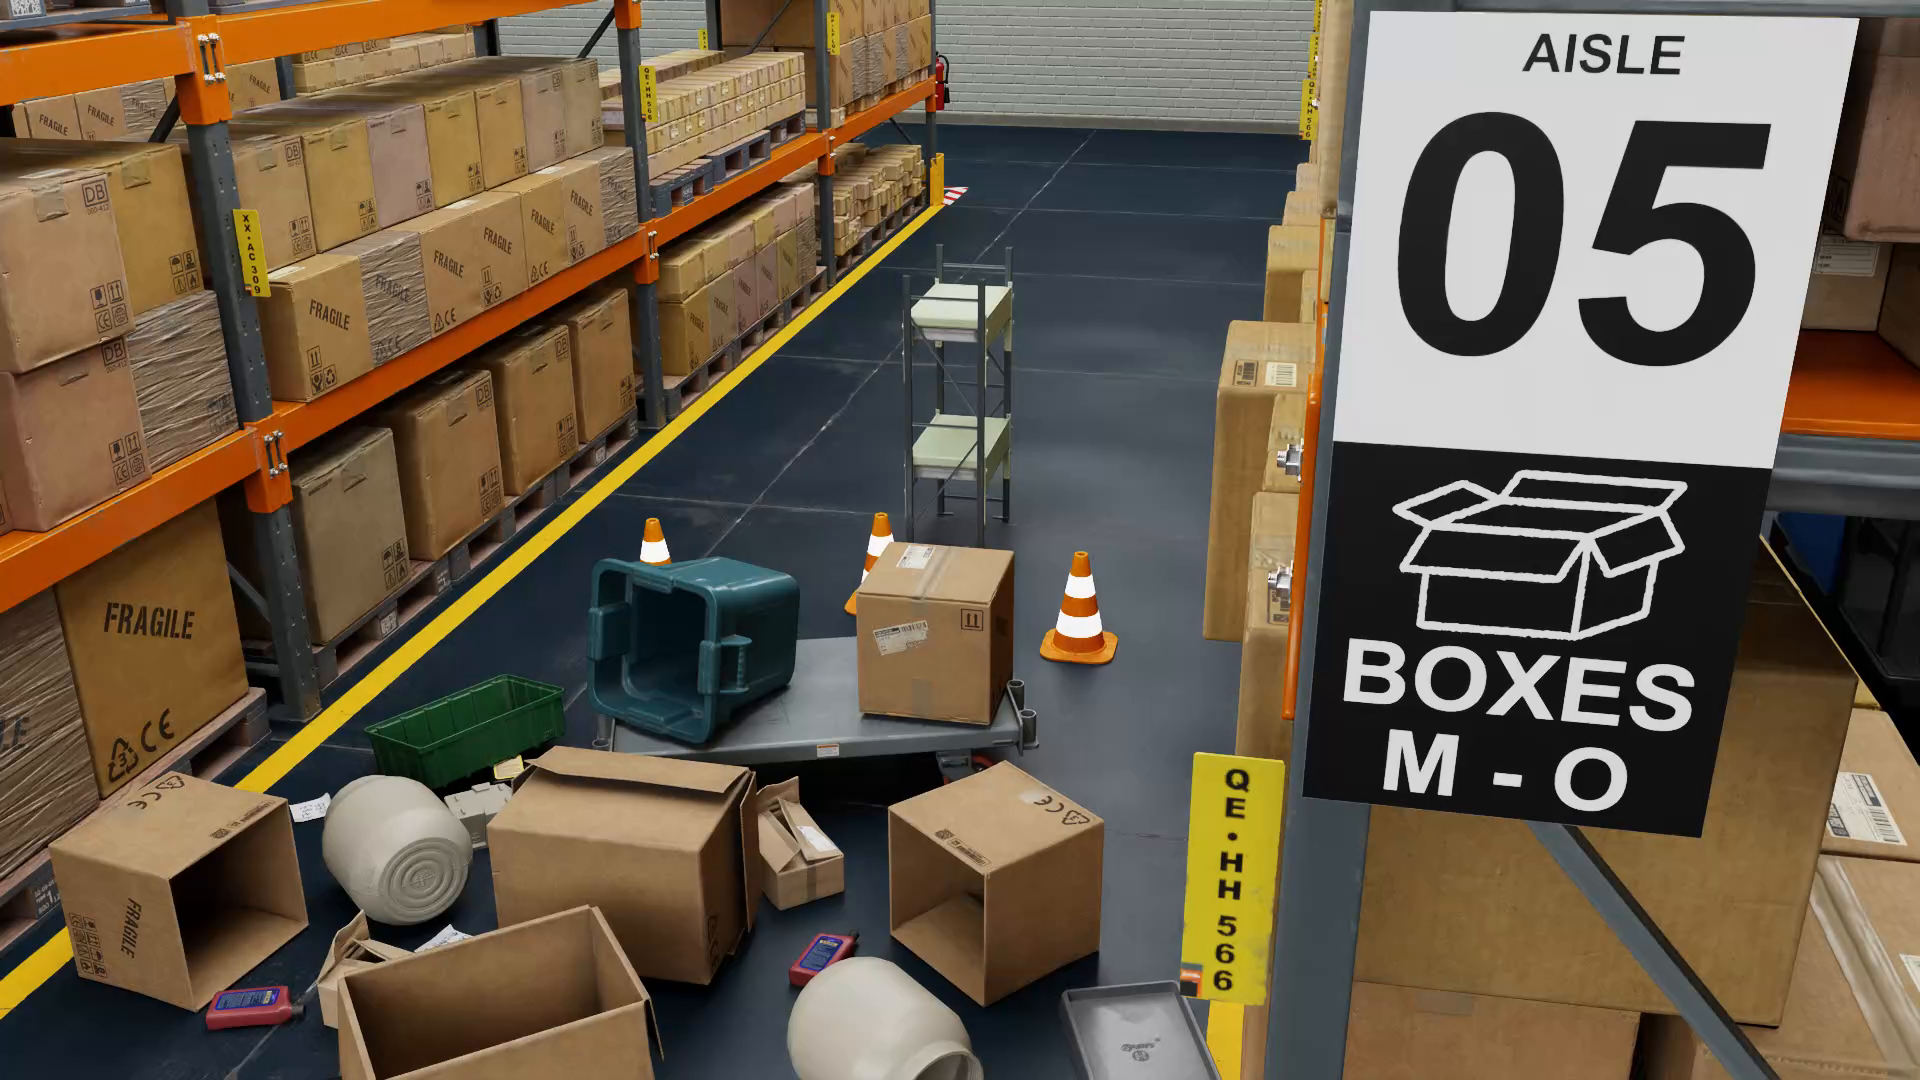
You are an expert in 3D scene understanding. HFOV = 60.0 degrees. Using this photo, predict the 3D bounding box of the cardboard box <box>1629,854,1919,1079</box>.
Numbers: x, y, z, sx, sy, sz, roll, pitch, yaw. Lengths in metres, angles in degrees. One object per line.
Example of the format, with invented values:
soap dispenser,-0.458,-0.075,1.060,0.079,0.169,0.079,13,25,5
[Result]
cardboard box,1.216,0.788,2.351,0.500,0.500,0.500,4,22,10

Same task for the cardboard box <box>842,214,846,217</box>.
cardboard box,-1.219,-2.823,14.704,0.380,0.149,0.250,5,22,11

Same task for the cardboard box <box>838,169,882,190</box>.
cardboard box,-0.953,-3.433,15.821,0.380,0.149,0.250,5,22,11

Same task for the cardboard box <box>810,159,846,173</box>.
cardboard box,-1.344,-3.660,16.385,0.380,0.149,0.250,5,23,13

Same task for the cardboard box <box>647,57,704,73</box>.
cardboard box,-2.207,-3.654,12.890,0.380,0.149,0.250,5,22,11

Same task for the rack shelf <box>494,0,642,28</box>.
rack shelf,-1.978,-3.931,11.547,1.077,0.370,4.000,4,22,11

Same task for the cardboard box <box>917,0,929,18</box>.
cardboard box,-0.604,-5.530,16.698,0.500,0.500,0.500,4,22,10

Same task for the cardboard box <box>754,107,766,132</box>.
cardboard box,-1.665,-3.143,12.417,0.380,0.149,0.250,3,22,9

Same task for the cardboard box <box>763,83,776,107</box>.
cardboard box,-1.616,-3.373,12.590,0.380,0.149,0.250,4,22,9

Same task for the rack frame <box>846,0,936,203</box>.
rack frame,-0.754,-5.068,17.422,1.000,3.000,0.127,4,22,11

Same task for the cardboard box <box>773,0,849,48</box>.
cardboard box,-1.240,-4.400,13.892,0.500,0.500,0.500,5,22,12

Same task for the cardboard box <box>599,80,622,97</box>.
cardboard box,-2.523,-3.084,11.473,0.380,0.149,0.250,4,22,11

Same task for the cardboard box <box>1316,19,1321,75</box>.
cardboard box,2.925,-3.636,12.394,0.500,0.500,0.500,5,22,12

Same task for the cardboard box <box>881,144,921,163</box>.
cardboard box,-0.614,-4.003,17.236,0.380,0.149,0.250,5,22,12

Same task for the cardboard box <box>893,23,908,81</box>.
cardboard box,-0.798,-4.694,15.962,0.500,0.500,0.500,5,22,11

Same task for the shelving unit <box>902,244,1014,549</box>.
shelving unit,-0.001,-0.693,8.567,0.431,1.500,0.755,4,22,11

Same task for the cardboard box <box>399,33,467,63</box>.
cardboard box,-5.532,-5.168,17.474,0.500,0.250,0.500,4,22,10

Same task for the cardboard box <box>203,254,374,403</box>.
cardboard box,-2.832,-0.897,6.933,0.500,0.500,0.500,5,22,12

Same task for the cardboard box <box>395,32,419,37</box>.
cardboard box,-6.053,-5.561,17.446,0.500,0.500,0.500,4,22,10

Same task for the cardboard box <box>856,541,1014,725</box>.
cardboard box,-0.085,0.345,6.315,0.500,0.500,0.500,4,22,11

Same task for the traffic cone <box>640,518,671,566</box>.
traffic cone,-1.451,0.122,7.931,0.336,0.463,0.334,4,22,11

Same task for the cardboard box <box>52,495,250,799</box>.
cardboard box,-3.399,0.336,6.286,0.875,0.875,0.875,5,22,12

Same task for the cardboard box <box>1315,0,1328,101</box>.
cardboard box,0.893,-0.917,2.904,0.500,0.250,0.500,5,22,12

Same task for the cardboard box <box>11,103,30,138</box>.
cardboard box,-6.856,-2.761,11.559,0.500,0.500,0.500,5,22,12

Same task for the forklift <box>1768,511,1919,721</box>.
forklift,4.273,-0.619,6.468,1.130,2.935,3.031,5,22,11

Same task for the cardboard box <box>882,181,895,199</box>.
cardboard box,-0.850,-3.391,16.113,0.380,0.149,0.250,6,23,14

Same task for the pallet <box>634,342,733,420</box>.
pallet,-2.226,-1.134,11.388,1.003,0.211,1.213,4,22,11

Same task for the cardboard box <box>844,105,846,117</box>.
cardboard box,-1.209,-3.769,14.533,0.380,0.149,0.250,3,22,9

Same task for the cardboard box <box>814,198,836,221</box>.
cardboard box,-1.297,-2.864,14.406,0.380,0.149,0.250,5,23,13

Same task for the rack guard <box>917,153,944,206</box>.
rack guard,-0.770,-3.881,17.820,1.175,0.500,0.348,4,22,11

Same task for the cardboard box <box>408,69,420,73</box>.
cardboard box,-5.651,-4.652,16.726,0.380,0.149,0.250,5,22,12

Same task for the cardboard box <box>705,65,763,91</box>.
cardboard box,-1.677,-3.419,12.306,0.380,0.149,0.250,4,22,9

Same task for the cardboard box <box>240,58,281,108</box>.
cardboard box,-6.233,-3.875,14.325,0.500,0.500,0.500,5,22,11

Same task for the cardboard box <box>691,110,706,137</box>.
cardboard box,-1.936,-2.809,11.190,0.380,0.149,0.250,5,22,11

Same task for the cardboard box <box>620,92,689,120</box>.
cardboard box,-1.996,-2.838,10.864,0.380,0.149,0.250,4,22,11

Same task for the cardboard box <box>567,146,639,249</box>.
cardboard box,-2.215,-2.003,9.679,0.500,0.500,0.500,4,22,11

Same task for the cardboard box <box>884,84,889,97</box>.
cardboard box,-0.893,-4.346,15.966,0.380,0.149,0.250,4,22,9

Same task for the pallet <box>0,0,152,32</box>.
pallet,-3.380,-1.731,5.240,1.003,0.211,1.213,4,22,11

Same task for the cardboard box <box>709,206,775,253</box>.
cardboard box,-1.687,-2.315,12.367,0.500,0.250,0.500,3,22,9

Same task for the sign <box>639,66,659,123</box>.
sign,-1.842,-2.638,9.839,0.100,0.325,0.005,4,22,11

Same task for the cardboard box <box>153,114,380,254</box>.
cardboard box,-3.004,-1.560,7.239,0.700,0.500,0.500,4,22,10

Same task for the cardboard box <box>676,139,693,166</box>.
cardboard box,-1.988,-2.565,10.983,0.380,0.149,0.250,6,23,14

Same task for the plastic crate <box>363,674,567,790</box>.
plastic crate,-1.956,0.762,6.634,0.450,0.188,0.662,7,21,42

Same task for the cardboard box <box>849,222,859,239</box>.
cardboard box,-1.127,-2.778,14.991,0.380,0.149,0.250,4,22,11

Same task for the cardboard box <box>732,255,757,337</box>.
cardboard box,-1.793,-1.789,12.064,0.500,0.500,0.500,4,22,10

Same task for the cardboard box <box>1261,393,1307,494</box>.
cardboard box,0.849,0.088,2.750,0.700,0.500,0.500,5,22,11

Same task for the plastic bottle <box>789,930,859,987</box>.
plastic bottle,-0.435,1.353,5.412,0.133,0.061,0.283,8,23,20

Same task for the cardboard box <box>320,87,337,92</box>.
cardboard box,-5.966,-4.082,15.311,0.380,0.149,0.250,4,22,9

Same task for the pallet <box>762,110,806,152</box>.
pallet,-1.869,-3.248,13.159,1.003,0.211,1.213,4,22,11
